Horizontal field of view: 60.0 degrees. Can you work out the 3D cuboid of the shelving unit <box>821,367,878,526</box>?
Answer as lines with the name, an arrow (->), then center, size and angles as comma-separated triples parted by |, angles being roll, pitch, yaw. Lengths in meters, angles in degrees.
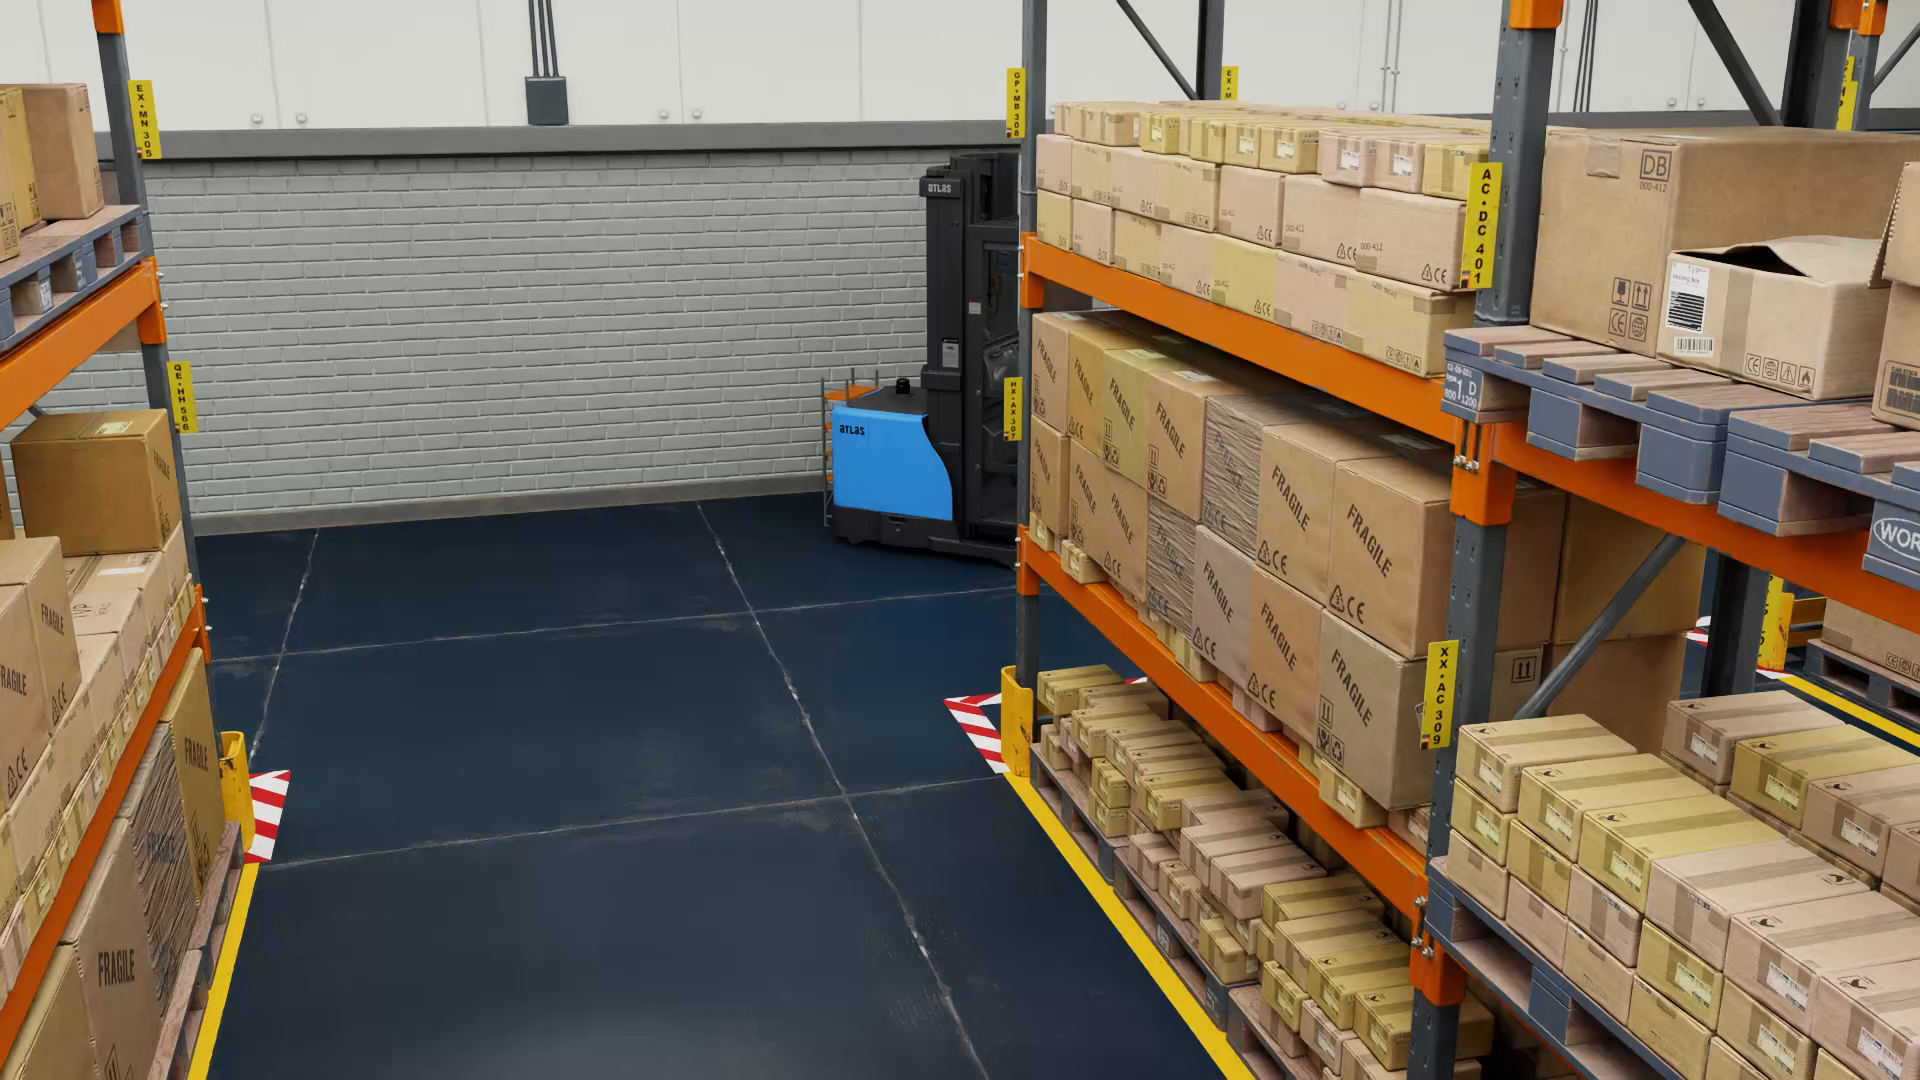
shelving unit -> -0.872, -0.740, 13.328 | 0.258, 1.200, 0.503 | 8, 18, 24

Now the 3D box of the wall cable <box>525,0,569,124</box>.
wall cable -> -2.242, -6.179, 12.290 | 2.277, 5.999, 0.120 | -5, 17, -15

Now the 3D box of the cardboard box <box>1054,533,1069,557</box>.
cardboard box -> 0.678, 0.010, 8.142 | 0.380, 0.149, 0.250 | -4, 17, -13

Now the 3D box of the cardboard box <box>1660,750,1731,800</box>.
cardboard box -> 2.193, 0.684, 4.649 | 0.380, 0.149, 0.250 | -4, 17, -14

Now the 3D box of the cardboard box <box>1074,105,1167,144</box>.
cardboard box -> 0.722, -1.828, 7.308 | 0.380, 0.149, 0.250 | -5, 17, -15

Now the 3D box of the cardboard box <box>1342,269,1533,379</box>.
cardboard box -> 1.499, -0.666, 5.001 | 0.500, 0.250, 0.500 | -4, 17, -14

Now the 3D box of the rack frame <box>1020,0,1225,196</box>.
rack frame -> 0.794, -3.166, 7.851 | 1.000, 3.000, 0.127 | -5, 17, -15

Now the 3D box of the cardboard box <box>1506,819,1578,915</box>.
cardboard box -> 1.633, 0.807, 4.242 | 0.380, 0.149, 0.250 | -5, 17, -16

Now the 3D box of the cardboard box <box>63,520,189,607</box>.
cardboard box -> -3.614, 0.113, 7.104 | 0.500, 0.250, 0.500 | -5, 17, -16

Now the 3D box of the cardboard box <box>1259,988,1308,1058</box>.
cardboard box -> 1.333, 1.750, 6.139 | 0.380, 0.149, 0.250 | -5, 18, -17

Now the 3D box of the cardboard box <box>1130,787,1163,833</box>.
cardboard box -> 0.995, 1.180, 7.518 | 0.380, 0.149, 0.250 | -6, 18, -18

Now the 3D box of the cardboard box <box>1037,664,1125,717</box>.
cardboard box -> 0.612, 0.758, 8.406 | 0.380, 0.149, 0.250 | -6, 18, -18

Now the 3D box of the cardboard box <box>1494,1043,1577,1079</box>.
cardboard box -> 2.102, 1.851, 5.800 | 0.380, 0.149, 0.250 | -5, 18, -18

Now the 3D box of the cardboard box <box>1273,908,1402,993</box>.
cardboard box -> 1.362, 1.479, 6.006 | 0.380, 0.149, 0.250 | -5, 17, -16

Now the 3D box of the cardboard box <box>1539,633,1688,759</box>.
cardboard box -> 2.000, 0.466, 5.496 | 0.500, 0.500, 0.500 | -5, 17, -16

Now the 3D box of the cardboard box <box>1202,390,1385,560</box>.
cardboard box -> 1.230, -0.250, 6.141 | 0.500, 0.500, 0.500 | -4, 17, -14

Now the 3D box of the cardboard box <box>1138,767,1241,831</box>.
cardboard box -> 0.992, 1.120, 7.199 | 0.380, 0.149, 0.250 | -4, 17, -14

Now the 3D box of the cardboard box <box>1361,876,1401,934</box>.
cardboard box -> 1.769, 1.364, 6.390 | 0.380, 0.149, 0.250 | -5, 17, -17

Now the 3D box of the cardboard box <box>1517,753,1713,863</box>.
cardboard box -> 1.642, 0.670, 4.182 | 0.380, 0.149, 0.250 | -4, 17, -14

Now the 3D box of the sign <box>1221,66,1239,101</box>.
sign -> 1.333, -2.192, 8.283 | 0.100, 0.325, 0.005 | -5, 17, -15

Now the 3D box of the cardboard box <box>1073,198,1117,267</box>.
cardboard box -> 0.812, -1.368, 7.337 | 0.500, 0.250, 0.500 | -4, 17, -13

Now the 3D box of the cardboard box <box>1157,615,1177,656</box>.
cardboard box -> 1.046, 0.370, 6.942 | 0.380, 0.149, 0.250 | -4, 17, -13

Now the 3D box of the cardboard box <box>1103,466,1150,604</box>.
cardboard box -> 0.946, -0.055, 7.230 | 0.500, 0.500, 0.500 | -4, 17, -15

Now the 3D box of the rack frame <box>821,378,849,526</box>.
rack frame -> -0.976, -0.676, 13.117 | 0.240, 1.200, 0.015 | 8, 18, 24

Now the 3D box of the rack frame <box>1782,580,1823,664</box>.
rack frame -> 5.526, -0.712, 10.110 | 1.000, 3.000, 0.127 | -5, 17, -15

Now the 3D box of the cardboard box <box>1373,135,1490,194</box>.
cardboard box -> 1.462, -1.119, 4.948 | 0.380, 0.149, 0.250 | -4, 17, -14

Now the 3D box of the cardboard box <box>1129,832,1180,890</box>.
cardboard box -> 0.967, 1.394, 7.324 | 0.380, 0.149, 0.250 | -6, 18, -18

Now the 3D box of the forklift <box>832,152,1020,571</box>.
forklift -> 0.569, -1.326, 12.272 | 3.031, 2.935, 1.130 | 8, 18, 24

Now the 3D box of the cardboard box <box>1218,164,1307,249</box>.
cardboard box -> 1.243, -1.187, 5.868 | 0.500, 0.250, 0.500 | -4, 17, -13

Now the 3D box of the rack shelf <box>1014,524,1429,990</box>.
rack shelf -> 1.344, 0.605, 6.976 | 1.077, 0.370, 4.000 | -5, 17, -15

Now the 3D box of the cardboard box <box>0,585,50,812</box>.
cardboard box -> -2.917, 0.458, 4.653 | 0.500, 0.500, 0.500 | -5, 17, -15

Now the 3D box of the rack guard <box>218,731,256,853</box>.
rack guard -> -4.009, 1.262, 7.883 | 1.175, 0.500, 0.348 | -5, 17, -15

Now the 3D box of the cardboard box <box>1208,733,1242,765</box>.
cardboard box -> 1.401, 0.925, 7.851 | 0.380, 0.149, 0.250 | -5, 18, -17

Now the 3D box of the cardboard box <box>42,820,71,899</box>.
cardboard box -> -2.884, 0.972, 4.940 | 0.380, 0.149, 0.250 | -5, 17, -17

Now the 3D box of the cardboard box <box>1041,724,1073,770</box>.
cardboard box -> 0.630, 1.041, 8.497 | 0.380, 0.149, 0.250 | -4, 17, -14

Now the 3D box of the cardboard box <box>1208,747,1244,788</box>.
cardboard box -> 1.333, 1.078, 7.857 | 0.380, 0.149, 0.250 | -5, 17, -16

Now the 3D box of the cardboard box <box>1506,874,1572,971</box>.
cardboard box -> 1.641, 0.954, 4.269 | 0.380, 0.149, 0.250 | -4, 17, -14

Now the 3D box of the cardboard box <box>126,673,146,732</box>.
cardboard box -> -3.234, 0.618, 6.118 | 0.380, 0.149, 0.250 | -5, 17, -15

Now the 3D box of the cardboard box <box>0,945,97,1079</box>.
cardboard box -> -3.008, 1.805, 4.692 | 0.875, 0.875, 0.875 | -5, 17, -15

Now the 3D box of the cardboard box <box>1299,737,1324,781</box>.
cardboard box -> 1.398, 0.732, 5.738 | 0.380, 0.149, 0.250 | -4, 17, -13

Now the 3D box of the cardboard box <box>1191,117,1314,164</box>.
cardboard box -> 1.075, -1.471, 6.119 | 0.380, 0.149, 0.250 | -5, 17, -16

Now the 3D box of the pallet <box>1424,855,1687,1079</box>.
pallet -> 1.964, 1.128, 4.316 | 1.003, 0.211, 1.213 | -5, 17, -15

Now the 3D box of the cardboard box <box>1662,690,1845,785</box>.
cardboard box -> 2.192, 0.543, 4.602 | 0.380, 0.149, 0.250 | -4, 17, -13

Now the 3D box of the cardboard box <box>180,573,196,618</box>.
cardboard box -> -3.588, 0.264, 7.296 | 0.380, 0.149, 0.250 | -4, 17, -14

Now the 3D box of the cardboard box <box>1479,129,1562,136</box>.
cardboard box -> 1.880, -1.224, 5.298 | 0.380, 0.149, 0.250 | -5, 17, -16

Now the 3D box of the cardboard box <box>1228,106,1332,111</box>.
cardboard box -> 1.390, -1.808, 7.242 | 0.380, 0.149, 0.250 | -4, 17, -14

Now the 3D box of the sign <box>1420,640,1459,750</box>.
sign -> 1.374, 0.444, 4.756 | 0.100, 0.325, 0.005 | -5, 17, -15

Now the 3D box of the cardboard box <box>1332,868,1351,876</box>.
cardboard box -> 1.720, 1.429, 6.689 | 0.380, 0.149, 0.250 | -4, 17, -13

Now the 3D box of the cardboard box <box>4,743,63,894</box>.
cardboard box -> -2.912, 0.818, 4.758 | 0.500, 0.250, 0.500 | -5, 17, -16

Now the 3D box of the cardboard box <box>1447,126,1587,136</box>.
cardboard box -> 1.853, -1.300, 5.550 | 0.380, 0.149, 0.250 | -5, 17, -17

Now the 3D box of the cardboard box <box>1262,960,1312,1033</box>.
cardboard box -> 1.324, 1.626, 6.032 | 0.380, 0.149, 0.250 | -5, 18, -17
